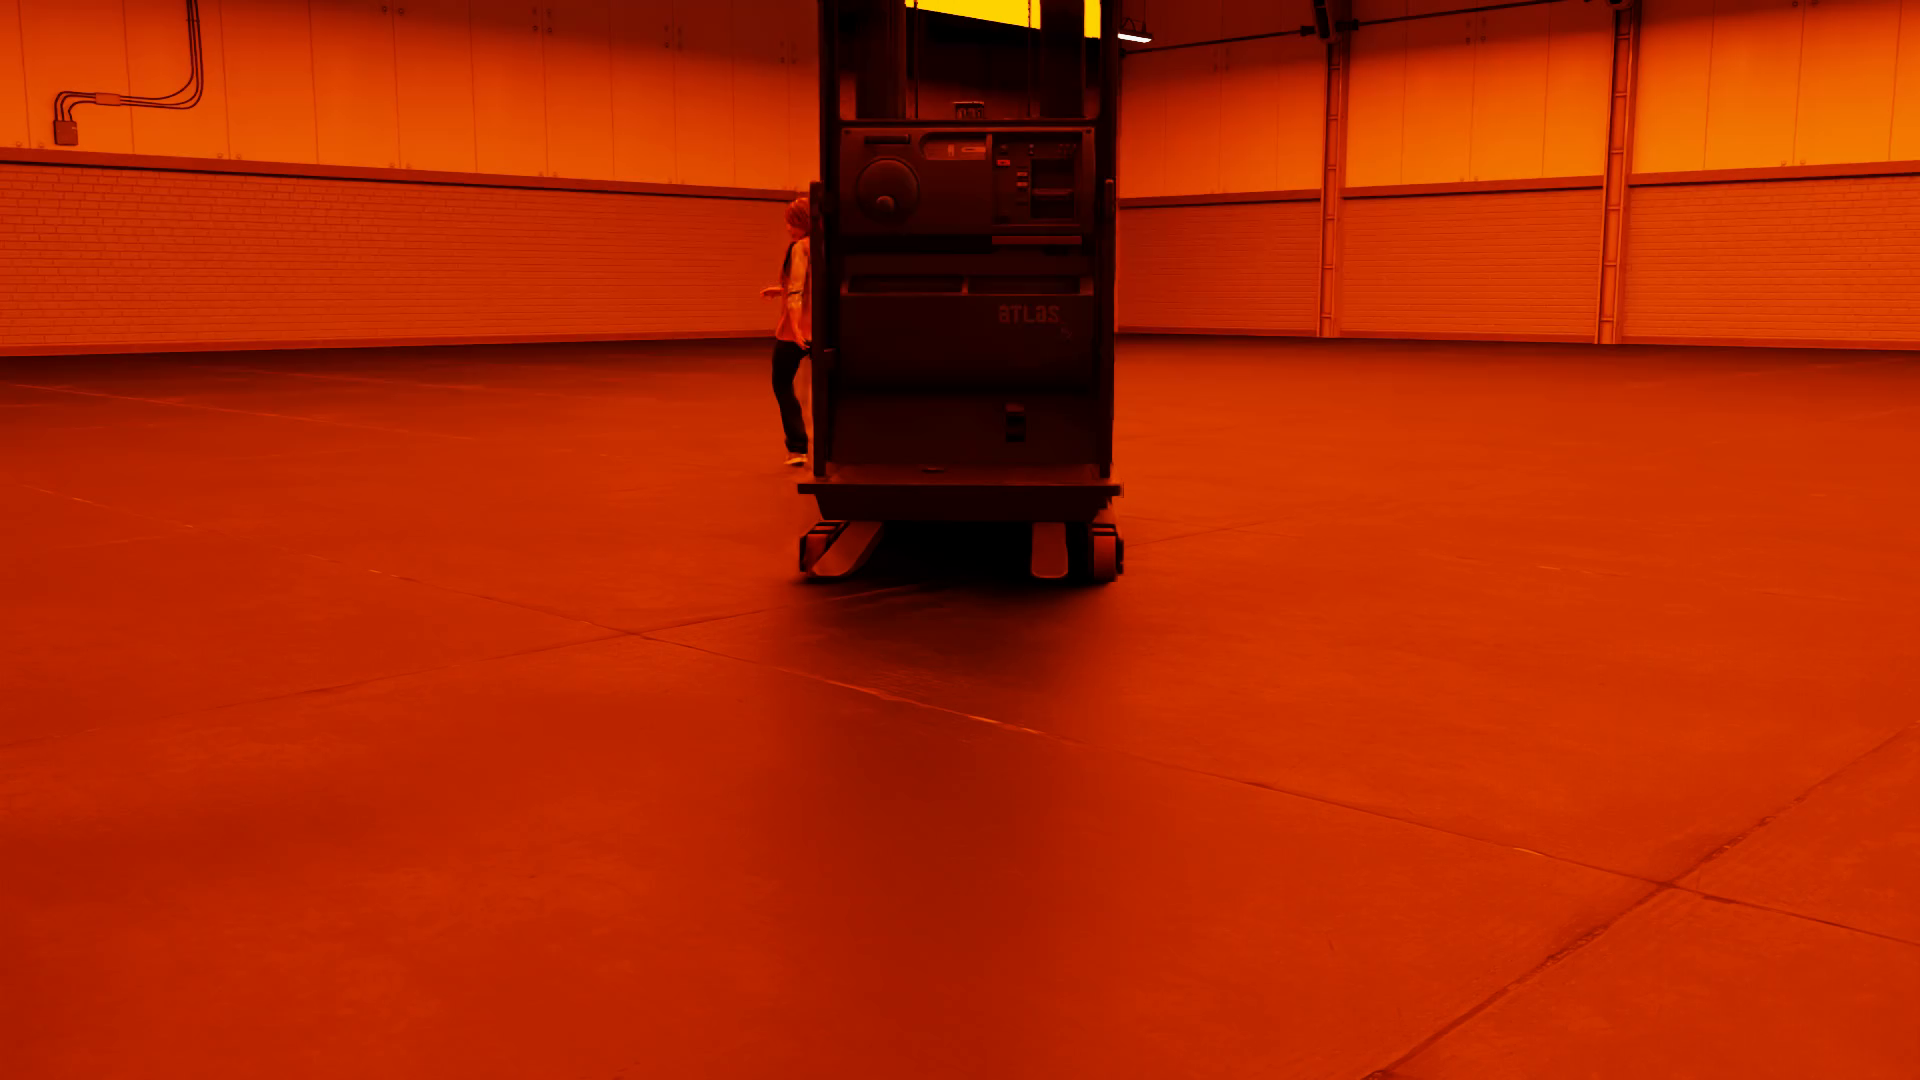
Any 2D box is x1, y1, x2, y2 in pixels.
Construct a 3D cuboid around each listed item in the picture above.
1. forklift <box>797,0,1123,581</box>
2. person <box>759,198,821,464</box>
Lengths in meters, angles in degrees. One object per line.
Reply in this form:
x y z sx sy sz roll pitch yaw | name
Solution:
0.017 -1.353 5.857 1.130 2.935 3.031 0 9 3 | forklift
-0.858 -1.142 9.317 0.451 1.516 0.758 -5 10 -30 | person
